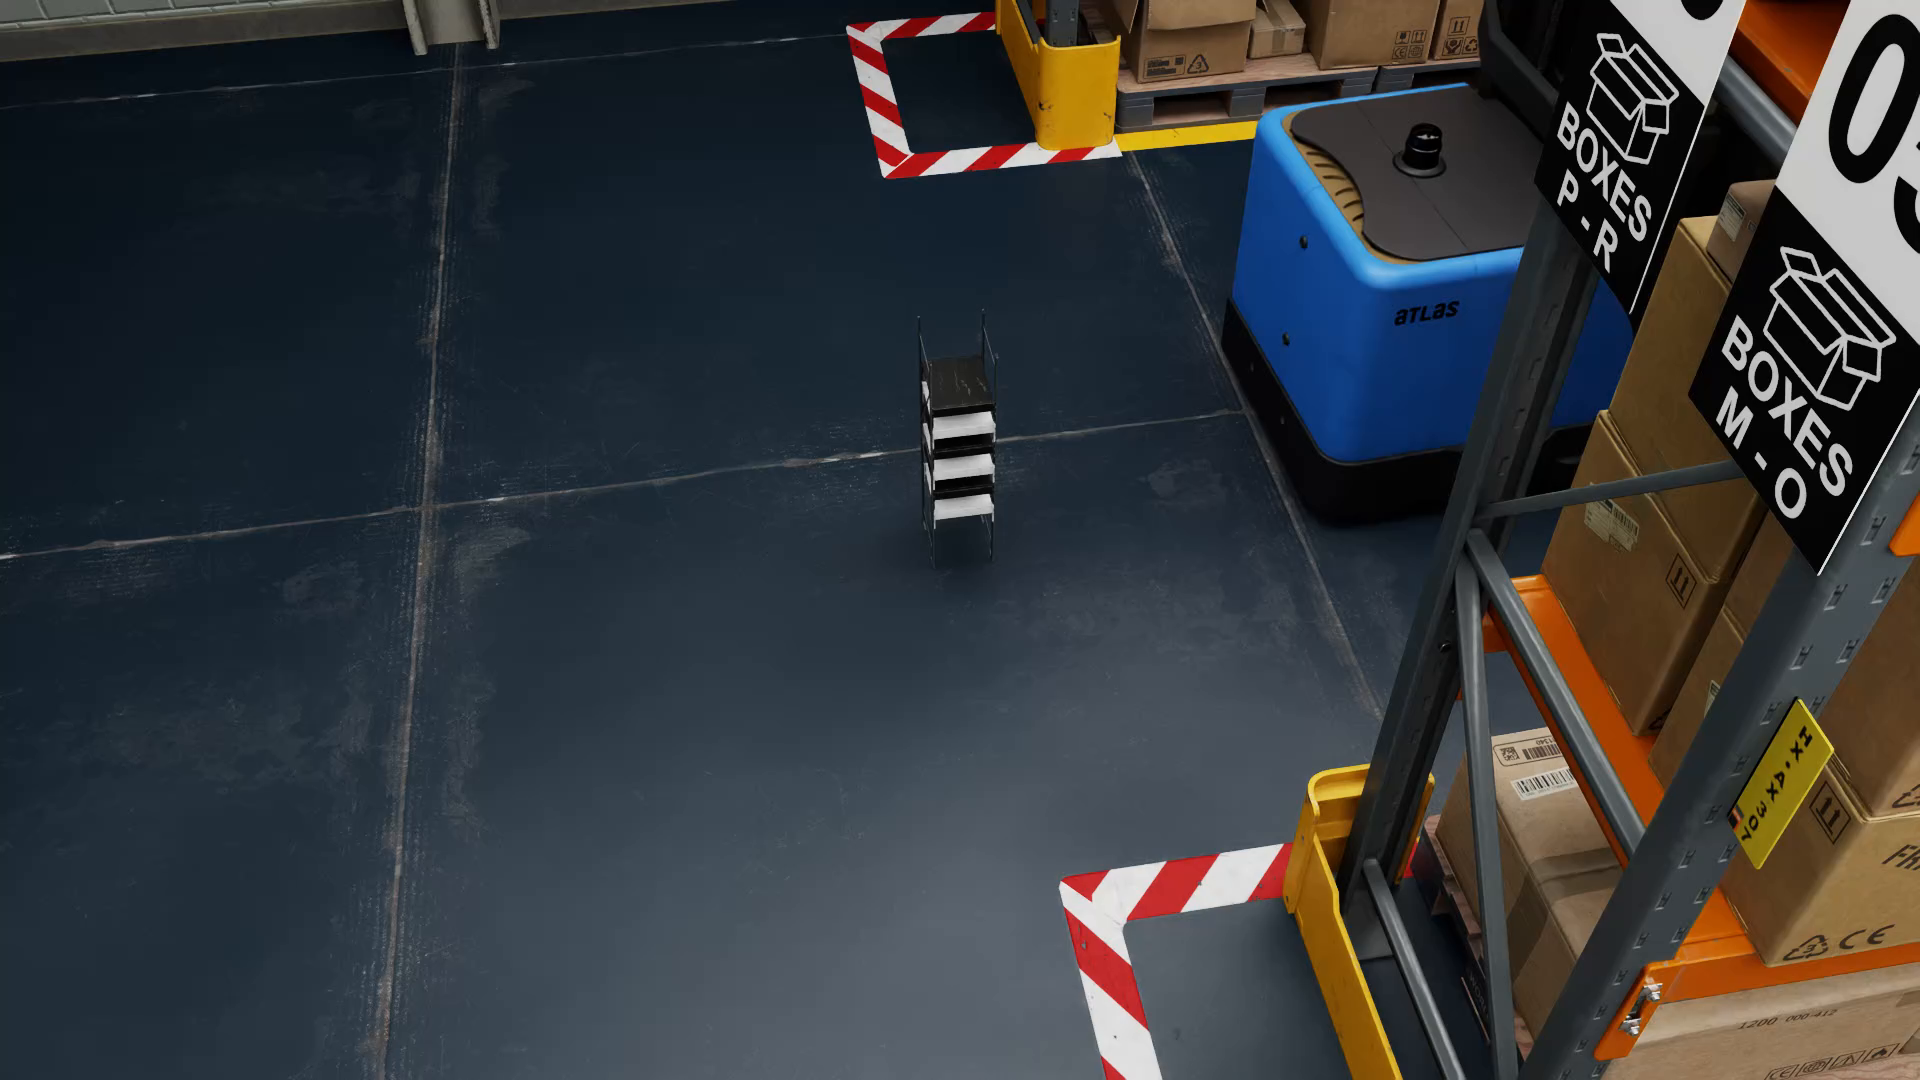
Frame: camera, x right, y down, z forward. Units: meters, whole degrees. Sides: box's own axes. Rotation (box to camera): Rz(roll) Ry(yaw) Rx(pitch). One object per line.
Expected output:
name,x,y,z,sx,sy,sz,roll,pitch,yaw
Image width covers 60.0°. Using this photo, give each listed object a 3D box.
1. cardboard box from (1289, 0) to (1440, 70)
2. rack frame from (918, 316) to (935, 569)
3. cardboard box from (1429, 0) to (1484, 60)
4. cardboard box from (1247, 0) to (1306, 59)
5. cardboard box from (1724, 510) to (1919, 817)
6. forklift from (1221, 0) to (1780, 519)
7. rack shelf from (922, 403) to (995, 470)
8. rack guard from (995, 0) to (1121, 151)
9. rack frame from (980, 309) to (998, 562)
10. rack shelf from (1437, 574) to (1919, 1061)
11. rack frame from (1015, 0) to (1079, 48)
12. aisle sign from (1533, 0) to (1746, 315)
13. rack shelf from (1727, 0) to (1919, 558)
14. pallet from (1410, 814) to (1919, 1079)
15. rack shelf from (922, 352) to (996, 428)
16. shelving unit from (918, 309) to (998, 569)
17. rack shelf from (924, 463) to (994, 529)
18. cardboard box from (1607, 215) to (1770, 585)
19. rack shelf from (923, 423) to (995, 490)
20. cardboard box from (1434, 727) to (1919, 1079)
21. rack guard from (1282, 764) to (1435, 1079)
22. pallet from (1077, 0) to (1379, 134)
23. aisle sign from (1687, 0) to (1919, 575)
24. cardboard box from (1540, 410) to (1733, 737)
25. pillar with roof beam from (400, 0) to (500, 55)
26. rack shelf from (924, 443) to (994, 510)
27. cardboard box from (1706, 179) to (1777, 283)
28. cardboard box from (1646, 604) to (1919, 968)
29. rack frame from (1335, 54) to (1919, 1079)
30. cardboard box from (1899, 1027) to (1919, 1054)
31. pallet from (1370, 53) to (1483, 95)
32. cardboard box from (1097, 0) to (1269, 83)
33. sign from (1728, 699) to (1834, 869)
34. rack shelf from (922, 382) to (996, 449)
cardboard box,1.824,-2.561,7.579,0.500,0.500,0.700,-5,46,-5
rack frame,-0.108,-0.299,5.413,0.006,0.900,0.240,-7,46,-7
cardboard box,2.362,-2.555,7.573,0.500,0.500,0.500,-6,46,-6
cardboard box,1.401,-2.386,7.654,0.250,0.149,0.380,-9,47,-8
cardboard box,1.728,0.086,2.820,0.500,0.500,0.500,-8,47,-8
forklift,2.573,-1.660,5.314,3.031,2.935,1.130,-10,47,-10
rack shelf,-0.008,-0.351,5.384,0.200,0.077,0.258,-7,46,-7
rack guard,0.431,-2.339,7.657,0.348,0.500,1.175,-7,46,-7
rack frame,0.092,-0.324,5.437,0.006,0.900,0.240,-7,46,-7
rack shelf,3.177,0.329,3.850,4.000,0.370,1.077,-7,46,-7
rack frame,0.357,-3.197,6.747,0.127,3.000,1.000,-7,46,-7
aisle sign,1.083,-0.789,2.622,0.004,0.787,0.394,-7,46,-7
rack shelf,3.177,-0.712,2.770,4.000,0.370,1.077,-7,46,-7
pallet,1.981,1.138,4.507,1.213,0.211,1.003,-7,46,-7
rack shelf,-0.008,-0.475,5.255,0.200,0.077,0.258,-7,46,-7
shelving unit,-0.008,-0.311,5.425,0.210,0.900,0.258,-7,46,-7
rack shelf,-0.008,-0.163,5.579,0.200,0.077,0.258,-7,46,-7
cardboard box,1.641,-0.285,3.178,0.500,0.500,0.500,-6,46,-5
rack shelf,-0.008,-0.288,5.449,0.200,0.077,0.258,-7,46,-7
cardboard box,1.840,0.916,4.272,0.875,0.438,0.875,-9,47,-8
rack guard,1.183,1.195,4.252,0.348,0.500,1.175,-7,46,-7
pallet,1.217,-2.337,7.856,1.213,0.211,1.003,-7,46,-7
aisle sign,1.185,-0.363,2.211,0.004,0.787,0.394,-7,46,-7
cardboard box,1.637,0.043,3.556,0.500,0.500,0.500,-7,46,-7
pillar with roof beam,-1.720,-2.532,1.941,0.400,9.000,9.100,-7,46,-7
rack shelf,-0.008,-0.226,5.514,0.200,0.077,0.258,-7,46,-7
cardboard box,1.526,-0.468,2.904,0.250,0.149,0.380,-7,46,-6
cardboard box,1.729,0.435,3.179,0.500,0.500,0.500,-7,47,-7
rack frame,1.207,0.324,3.354,0.127,3.000,1.000,-7,46,-7
cardboard box,2.740,0.797,4.386,0.875,0.438,0.875,-6,46,-6
pallet,2.416,-2.485,7.998,1.213,0.211,1.003,-7,46,-7
cardboard box,0.975,-2.485,7.503,0.637,0.503,0.797,-9,47,-8
sign,1.295,0.391,2.634,0.005,0.325,0.100,-7,46,-7
rack shelf,-0.008,-0.413,5.319,0.200,0.077,0.258,-7,46,-7
